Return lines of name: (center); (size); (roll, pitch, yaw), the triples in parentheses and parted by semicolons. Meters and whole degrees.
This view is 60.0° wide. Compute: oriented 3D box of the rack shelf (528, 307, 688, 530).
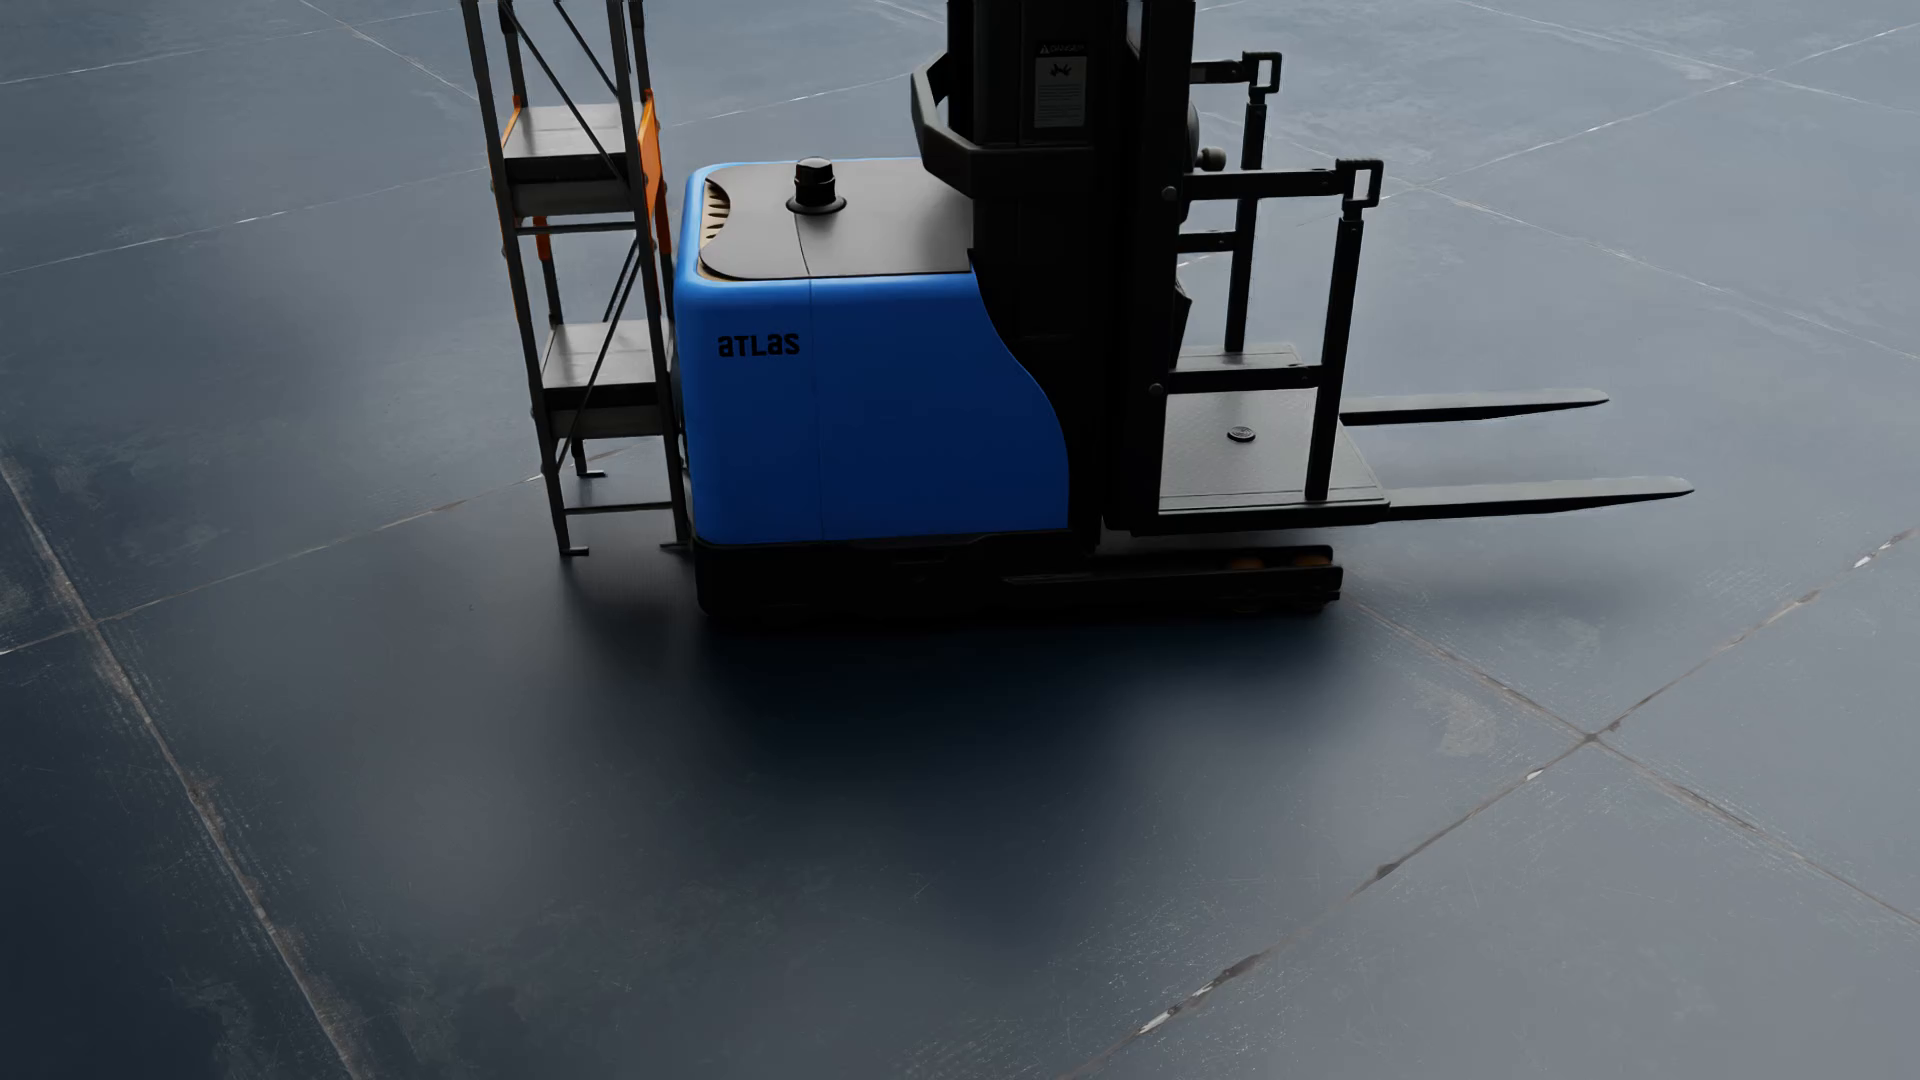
rack shelf: (-1.076, -0.388, 5.227); (0.431, 0.518, 0.480); (-4, 32, -3)

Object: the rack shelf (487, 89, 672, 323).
rack shelf: (-1.092, -0.982, 4.857); (0.431, 0.518, 0.480); (-4, 32, -3)

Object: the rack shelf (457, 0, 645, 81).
rack shelf: (-1.107, -1.576, 4.487); (0.431, 0.518, 0.480); (-4, 32, -3)

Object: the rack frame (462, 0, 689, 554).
rack frame: (-1.072, -0.865, 4.643); (0.400, 2.100, 0.015); (-4, 32, -3)

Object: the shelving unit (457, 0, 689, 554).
shelving unit: (-1.092, -0.993, 4.850); (0.431, 2.100, 0.503); (-4, 32, -3)

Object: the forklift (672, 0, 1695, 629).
forklift: (0.706, -1.306, 4.574); (3.031, 2.935, 1.130); (-3, 32, -5)

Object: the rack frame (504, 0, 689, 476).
rack frame: (-1.112, -1.121, 5.056); (0.400, 2.100, 0.015); (-4, 32, -3)
